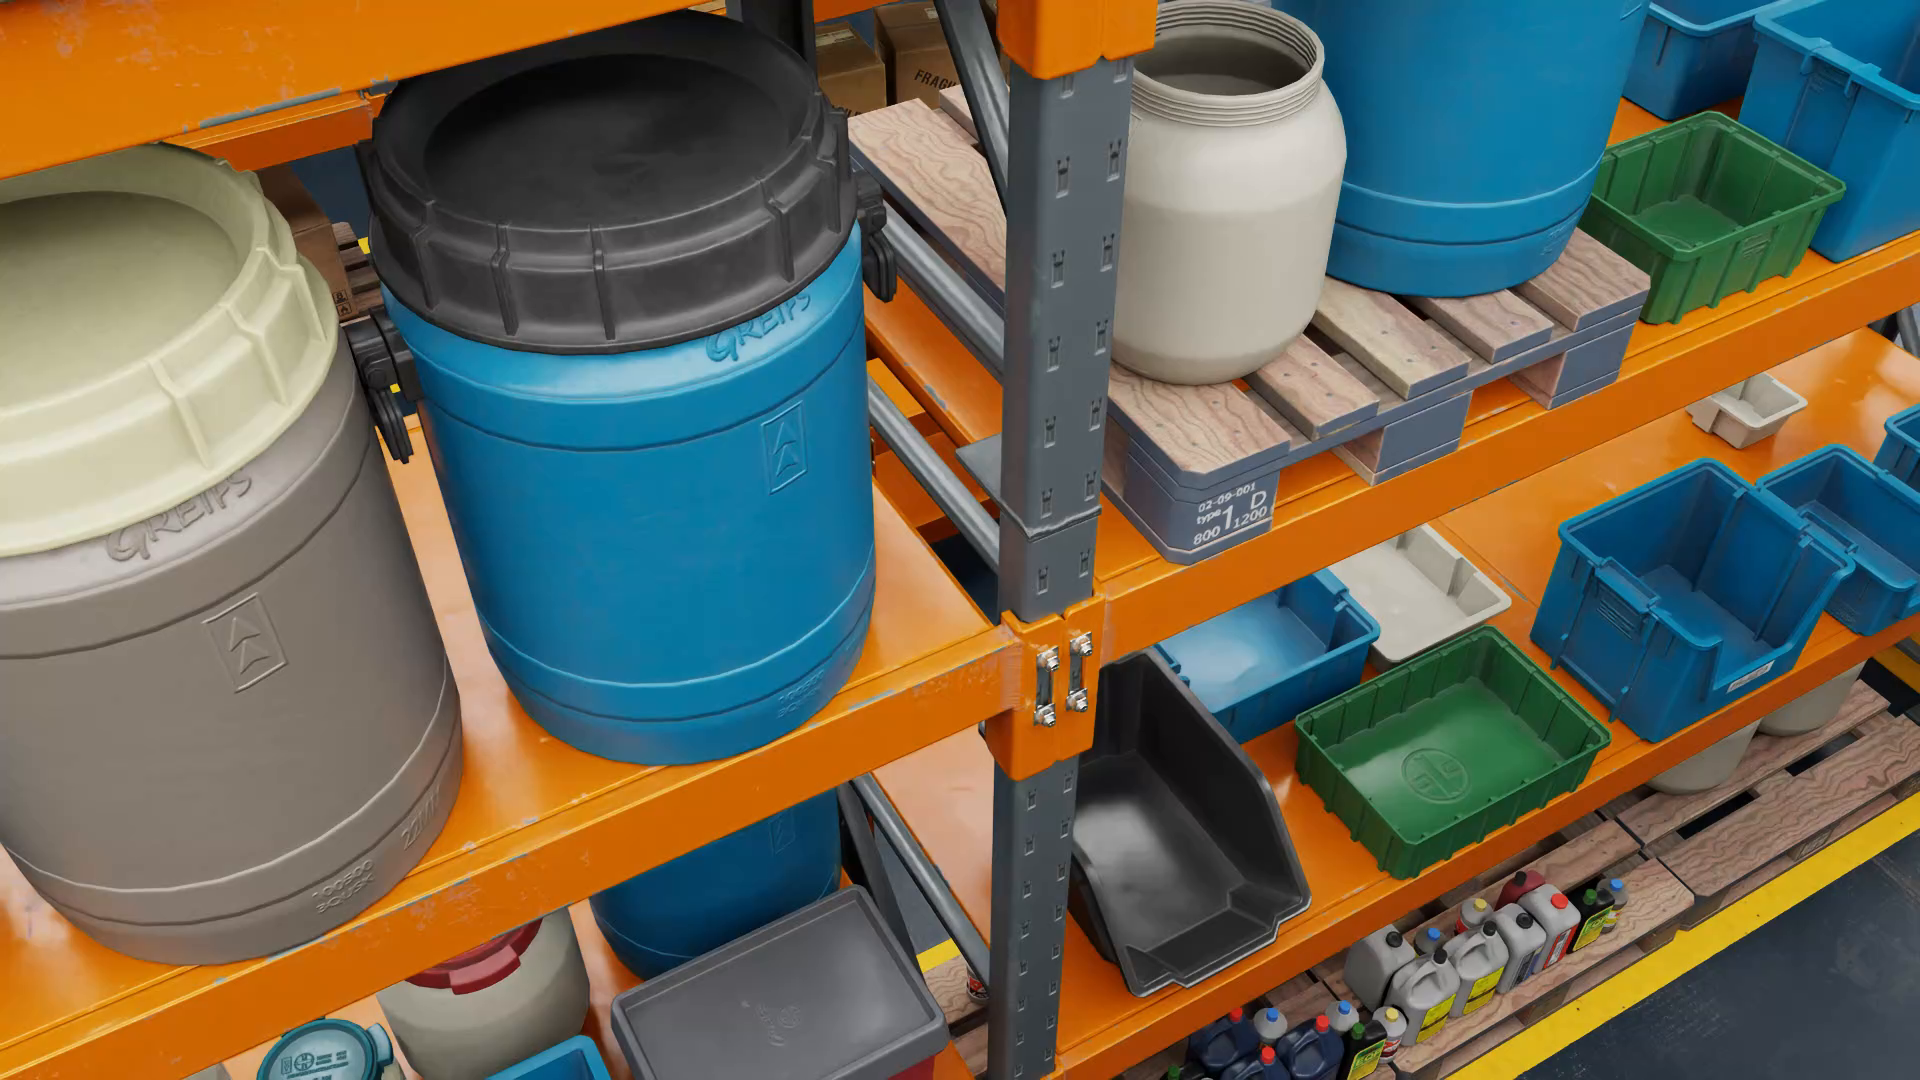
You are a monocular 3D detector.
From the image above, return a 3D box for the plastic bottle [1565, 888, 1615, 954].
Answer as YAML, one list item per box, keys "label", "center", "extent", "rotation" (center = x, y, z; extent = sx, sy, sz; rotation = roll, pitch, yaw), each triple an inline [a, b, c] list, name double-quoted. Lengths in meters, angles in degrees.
- label: "plastic bottle"
  center: [1.910, 1.140, 5.056]
  extent: [0.133, 0.283, 0.061]
  rotation: [-21, 48, -20]

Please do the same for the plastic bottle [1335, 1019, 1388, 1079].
- label: "plastic bottle"
  center: [1.142, 1.448, 4.739]
  extent: [0.133, 0.283, 0.061]
  rotation: [-20, 48, -19]

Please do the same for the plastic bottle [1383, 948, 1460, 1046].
- label: "plastic bottle"
  center: [1.347, 1.308, 4.834]
  extent: [0.185, 0.351, 0.144]
  rotation: [-22, 48, -21]

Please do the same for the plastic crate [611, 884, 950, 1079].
- label: "plastic crate"
  center: [-0.360, 1.088, 3.429]
  extent: [0.583, 0.464, 0.402]
  rotation: [-22, 48, -21]

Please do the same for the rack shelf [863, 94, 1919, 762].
- label: "rack shelf"
  center: [1.642, -0.754, 3.736]
  extent: [4.000, 0.370, 1.077]
  rotation: [-22, 48, -21]

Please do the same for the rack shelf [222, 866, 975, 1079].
- label: "rack shelf"
  center: [-1.826, 1.710, 3.351]
  extent: [4.000, 0.370, 1.077]
  rotation: [-22, 48, -21]

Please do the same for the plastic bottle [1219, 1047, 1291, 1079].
- label: "plastic bottle"
  center: [0.814, 1.521, 4.615]
  extent: [0.185, 0.351, 0.144]
  rotation: [-21, 48, -20]

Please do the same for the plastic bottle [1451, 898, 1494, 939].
- label: "plastic bottle"
  center: [1.571, 1.169, 5.086]
  extent: [0.097, 0.201, 0.097]
  rotation: [0, 44, 0]

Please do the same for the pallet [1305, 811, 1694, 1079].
- label: "pallet"
  center: [1.570, 1.125, 5.440]
  extent: [1.213, 0.211, 1.003]
  rotation: [-22, 48, -21]

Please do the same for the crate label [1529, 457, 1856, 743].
- label: "crate label"
  center: [1.915, 0.159, 4.407]
  extent: [0.616, 0.435, 0.502]
  rotation: [-22, 48, -21]

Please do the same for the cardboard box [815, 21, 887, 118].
- label: "cardboard box"
  center: [-0.695, -2.234, 8.392]
  extent: [0.500, 0.500, 0.500]
  rotation: [-18, 47, -17]

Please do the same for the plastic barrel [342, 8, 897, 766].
- label: "plastic barrel"
  center: [-0.425, -0.191, 2.279]
  extent: [0.708, 0.901, 0.600]
  rotation: [-22, 48, -21]

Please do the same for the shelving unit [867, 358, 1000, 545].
- label: "shelving unit"
  center: [-0.006, -0.401, 6.356]
  extent: [1.048, 1.125, 0.538]
  rotation: [-22, 48, -21]

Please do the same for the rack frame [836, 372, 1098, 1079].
- label: "rack frame"
  center: [-0.092, 0.758, 3.815]
  extent: [0.127, 3.000, 1.000]
  rotation: [-22, 48, -21]

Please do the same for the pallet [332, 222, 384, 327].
- label: "pallet"
  center: [-3.234, -0.961, 7.589]
  extent: [1.213, 0.211, 1.003]
  rotation: [-22, 48, -21]

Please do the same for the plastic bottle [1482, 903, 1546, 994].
- label: "plastic bottle"
  center: [1.650, 1.211, 4.989]
  extent: [0.135, 0.276, 0.152]
  rotation: [-23, 49, -22]

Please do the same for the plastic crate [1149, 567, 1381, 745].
- label: "plastic crate"
  center: [0.732, 0.263, 4.432]
  extent: [0.616, 0.251, 0.499]
  rotation: [-22, 48, -21]

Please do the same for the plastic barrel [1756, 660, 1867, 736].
- label: "plastic barrel"
  center: [2.844, 0.387, 5.683]
  extent: [0.421, 0.512, 0.421]
  rotation: [0, 44, 0]

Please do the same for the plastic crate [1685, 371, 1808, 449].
- label: "plastic crate"
  center: [2.440, -0.419, 5.217]
  extent: [0.250, 0.136, 0.298]
  rotation: [-22, 48, -21]

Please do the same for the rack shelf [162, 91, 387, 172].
- label: "rack shelf"
  center: [-4.294, -1.281, 6.433]
  extent: [4.000, 0.370, 1.077]
  rotation: [-22, 48, -21]

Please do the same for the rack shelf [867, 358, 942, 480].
- label: "rack shelf"
  center: [-0.006, -0.611, 6.152]
  extent: [1.000, 0.278, 0.538]
  rotation: [-22, 48, -21]

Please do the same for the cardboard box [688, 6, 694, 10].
- label: "cardboard box"
  center: [-1.348, -2.373, 7.221]
  extent: [0.250, 0.149, 0.380]
  rotation: [-22, 48, -21]

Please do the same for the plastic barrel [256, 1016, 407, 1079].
- label: "plastic barrel"
  center: [-1.316, 1.174, 3.486]
  extent: [0.301, 0.262, 0.301]
  rotation: [0, 44, 0]

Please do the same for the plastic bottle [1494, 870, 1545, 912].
- label: "plastic bottle"
  center: [1.716, 1.096, 5.102]
  extent: [0.133, 0.283, 0.061]
  rotation: [-22, 48, -21]

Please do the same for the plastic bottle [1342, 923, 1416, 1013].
- label: "plastic bottle"
  center: [1.251, 1.254, 4.944]
  extent: [0.135, 0.276, 0.152]
  rotation: [-22, 48, -21]

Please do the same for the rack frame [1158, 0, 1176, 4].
- label: "rack frame"
  center: [0.909, -3.621, 8.327]
  extent: [0.127, 3.000, 1.000]
  rotation: [-22, 48, -21]

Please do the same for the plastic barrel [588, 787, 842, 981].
- label: "plastic barrel"
  center: [-0.578, 0.529, 3.691]
  extent: [0.708, 0.901, 0.600]
  rotation: [-22, 48, -21]

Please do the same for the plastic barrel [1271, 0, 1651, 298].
- label: "plastic barrel"
  center: [0.824, -0.930, 2.739]
  extent: [0.708, 0.901, 0.600]
  rotation: [-22, 48, -21]

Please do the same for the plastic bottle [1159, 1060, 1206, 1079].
- label: "plastic bottle"
  center: [0.616, 1.536, 4.648]
  extent: [0.133, 0.283, 0.061]
  rotation: [-22, 48, -21]

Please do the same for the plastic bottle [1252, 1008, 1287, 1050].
- label: "plastic bottle"
  center: [0.880, 1.426, 4.770]
  extent: [0.097, 0.271, 0.097]
  rotation: [0, 44, 0]

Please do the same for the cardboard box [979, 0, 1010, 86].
- label: "cardboard box"
  center: [0.359, -2.668, 8.839]
  extent: [0.500, 0.500, 0.500]
  rotation: [-14, 46, -14]

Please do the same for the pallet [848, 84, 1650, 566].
- label: "pallet"
  center: [0.485, -0.560, 3.155]
  extent: [1.003, 0.211, 1.213]
  rotation: [-22, 48, -21]

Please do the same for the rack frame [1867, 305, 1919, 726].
- label: "rack frame"
  center: [3.376, -0.630, 5.245]
  extent: [0.127, 3.000, 1.000]
  rotation: [-22, 48, -21]

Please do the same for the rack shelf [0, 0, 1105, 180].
- label: "rack shelf"
  center: [-1.826, -0.299, 1.401]
  extent: [4.000, 0.370, 1.077]
  rotation: [-22, 48, -21]

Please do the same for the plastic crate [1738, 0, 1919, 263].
- label: "plastic crate"
  center: [1.873, -0.857, 3.337]
  extent: [0.575, 0.384, 0.392]
  rotation: [-22, 48, -21]

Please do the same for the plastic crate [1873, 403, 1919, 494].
- label: "plastic crate"
  center: [3.091, -0.222, 4.932]
  extent: [0.616, 0.251, 0.499]
  rotation: [-22, 48, -21]
